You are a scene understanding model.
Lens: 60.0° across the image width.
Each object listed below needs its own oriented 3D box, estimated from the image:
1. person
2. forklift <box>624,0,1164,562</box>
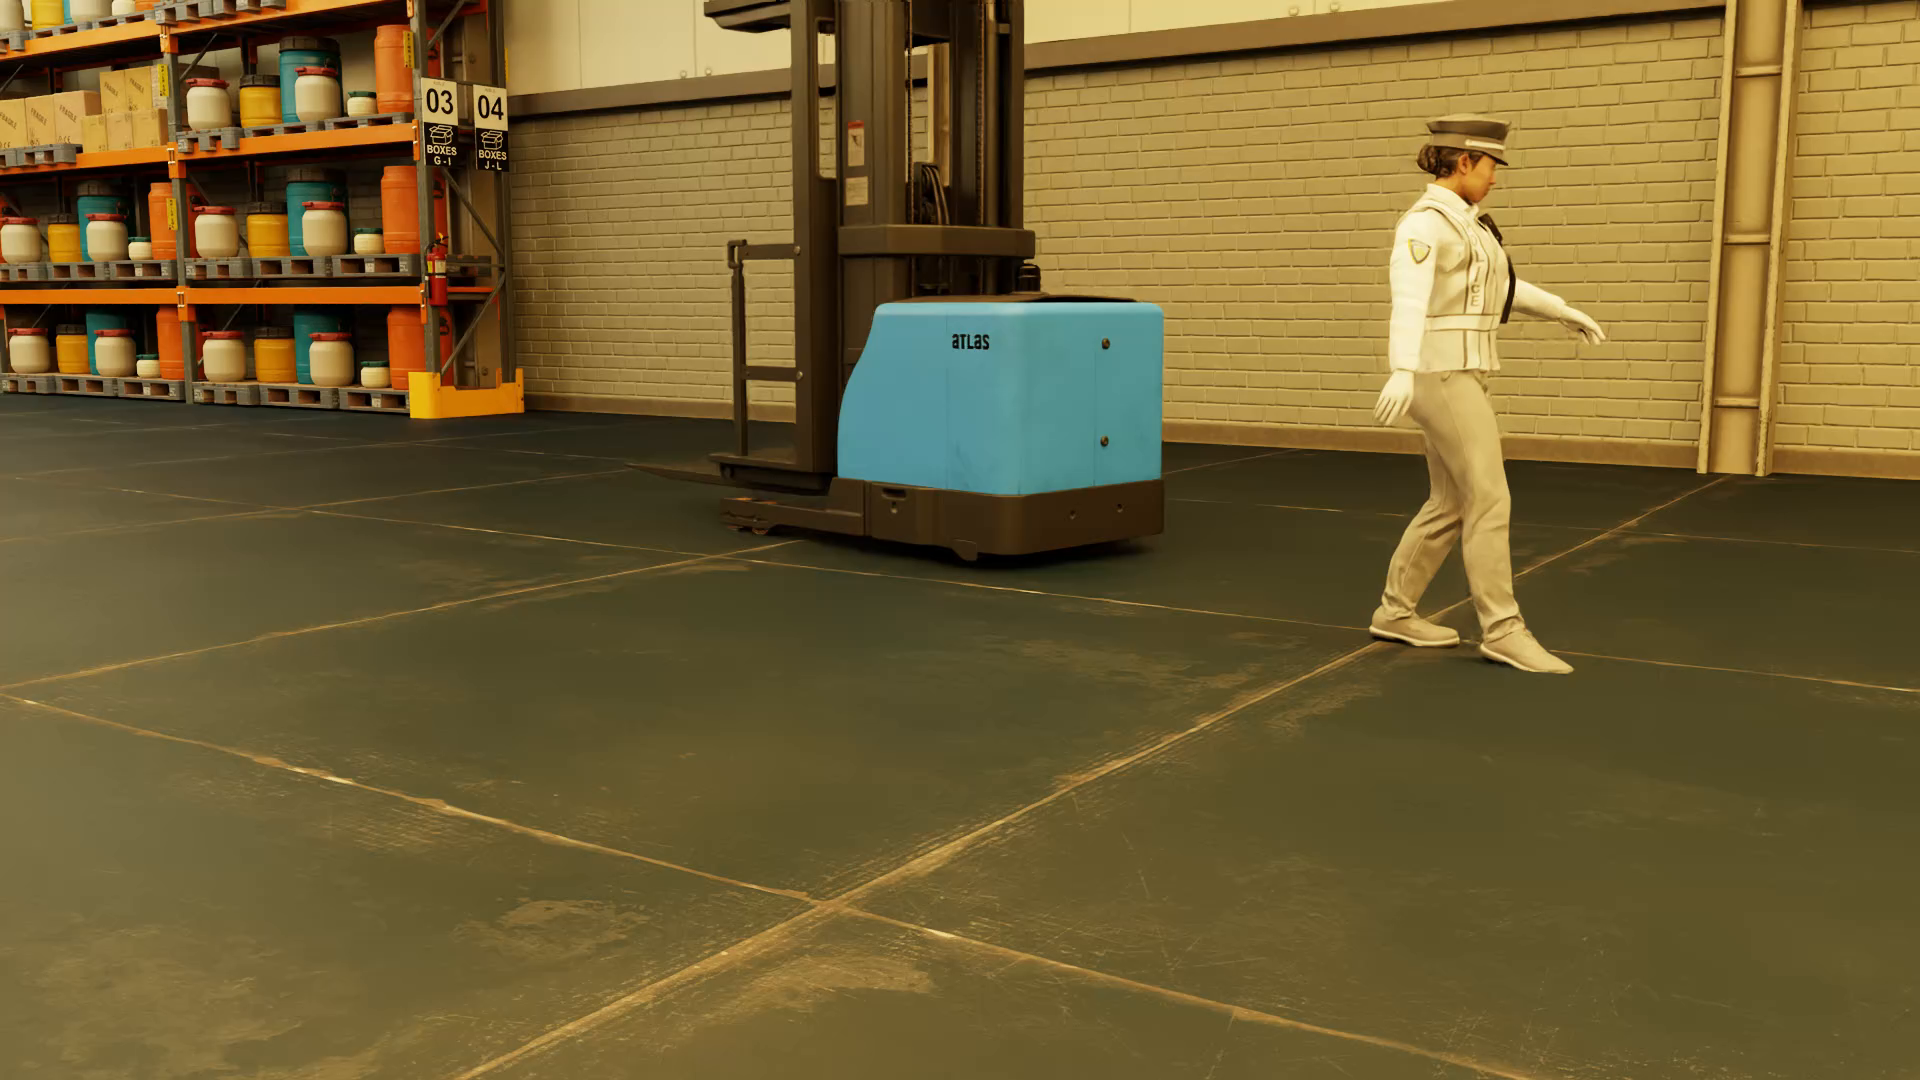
[{"bbox_3d":[1.569,-0.443,5.022,0.660,1.667,0.919,5,9,30],"label":"person"},{"bbox_3d":[-0.495,-1.516,7.852,1.130,2.935,3.031,-8,11,-44],"label":"forklift"}]
